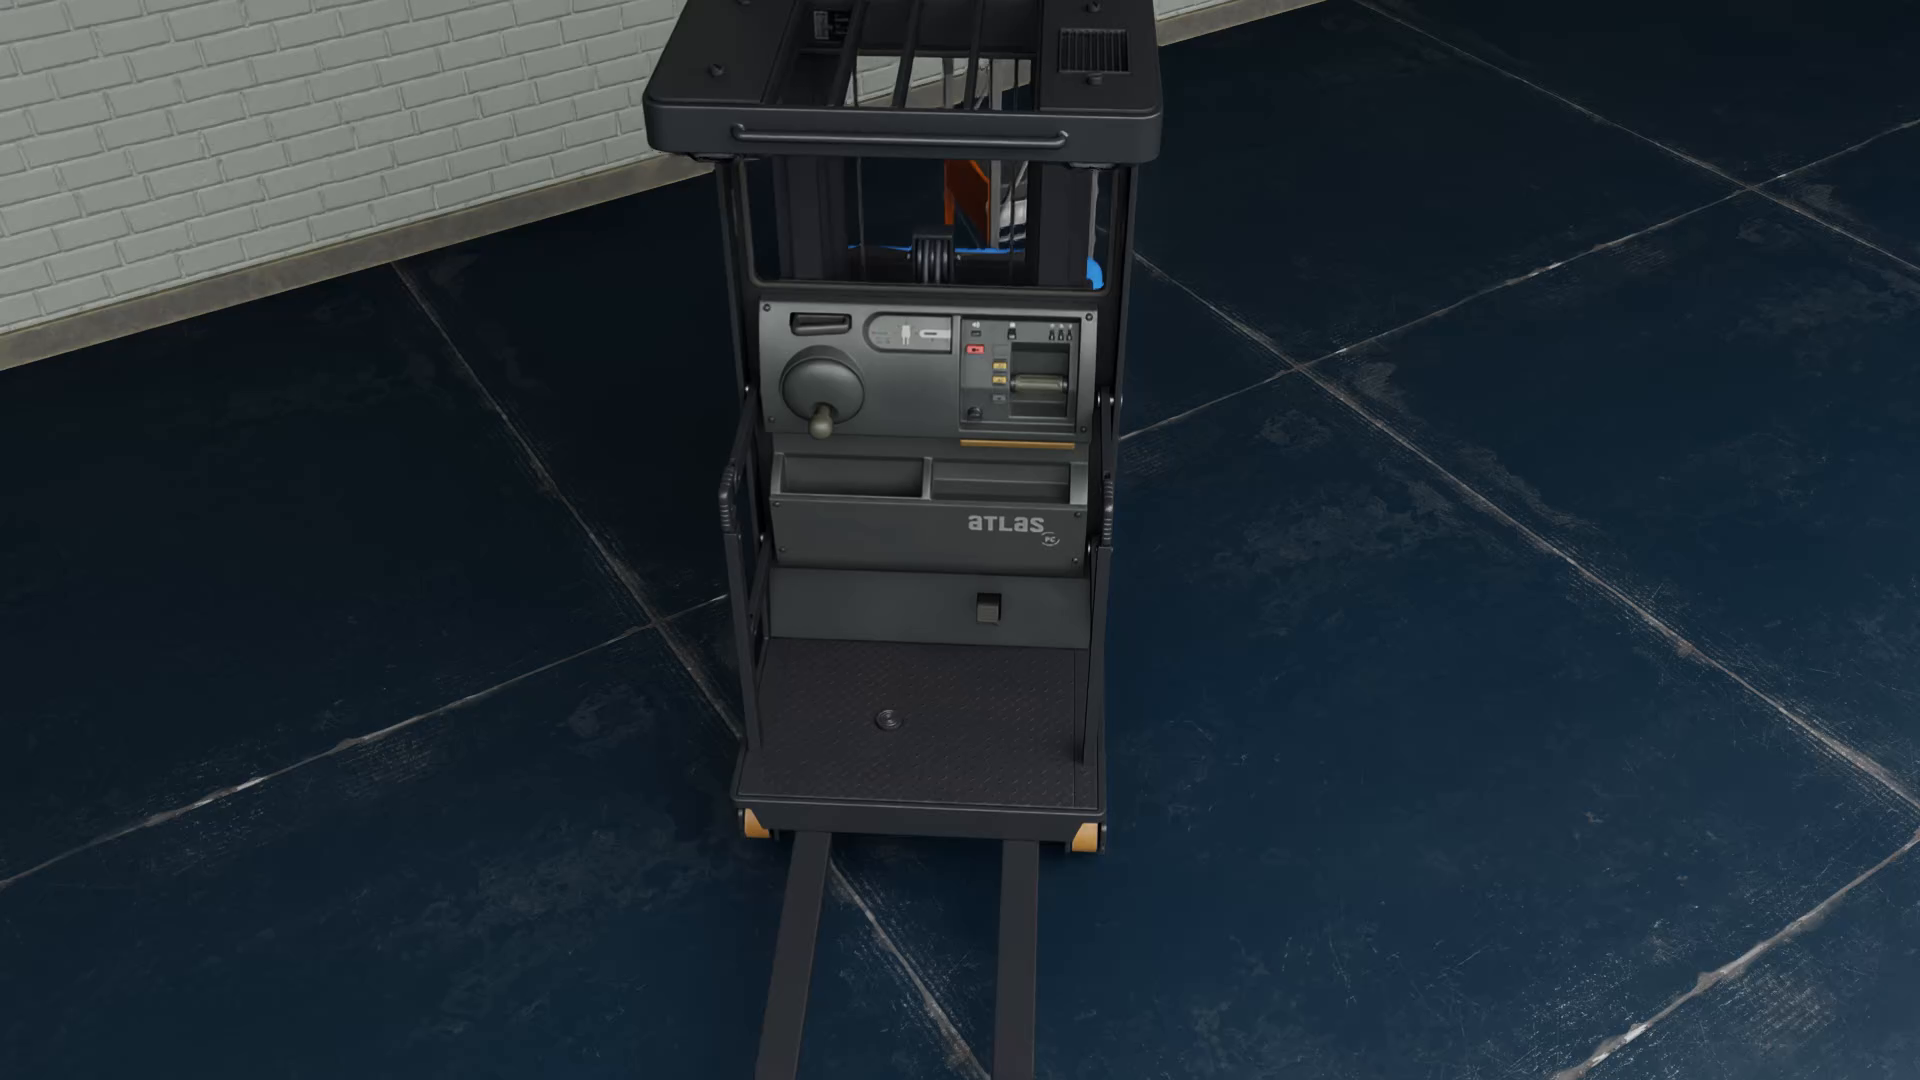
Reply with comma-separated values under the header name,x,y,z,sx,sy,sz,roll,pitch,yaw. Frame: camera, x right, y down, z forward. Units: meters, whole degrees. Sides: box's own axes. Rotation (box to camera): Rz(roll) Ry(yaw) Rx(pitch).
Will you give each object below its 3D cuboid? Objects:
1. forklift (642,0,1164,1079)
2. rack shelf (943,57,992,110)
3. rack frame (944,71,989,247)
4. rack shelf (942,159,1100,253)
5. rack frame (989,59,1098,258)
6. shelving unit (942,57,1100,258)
name,x,y,z,sx,sy,sz,roll,pitch,yaw
forklift,-0.100,-0.389,4.427,1.130,2.935,3.031,2,40,2
rack shelf,0.214,-1.771,5.663,0.431,0.518,0.480,-13,41,-15
rack frame,0.133,-1.391,6.279,0.400,2.100,0.015,-13,41,-15
rack shelf,0.214,-1.233,6.111,0.431,0.518,0.480,-13,41,-15
rack frame,0.294,-1.096,5.925,0.400,2.100,0.015,-13,41,-15
shelving unit,0.214,-1.243,6.102,0.431,2.100,0.503,-13,41,-15
